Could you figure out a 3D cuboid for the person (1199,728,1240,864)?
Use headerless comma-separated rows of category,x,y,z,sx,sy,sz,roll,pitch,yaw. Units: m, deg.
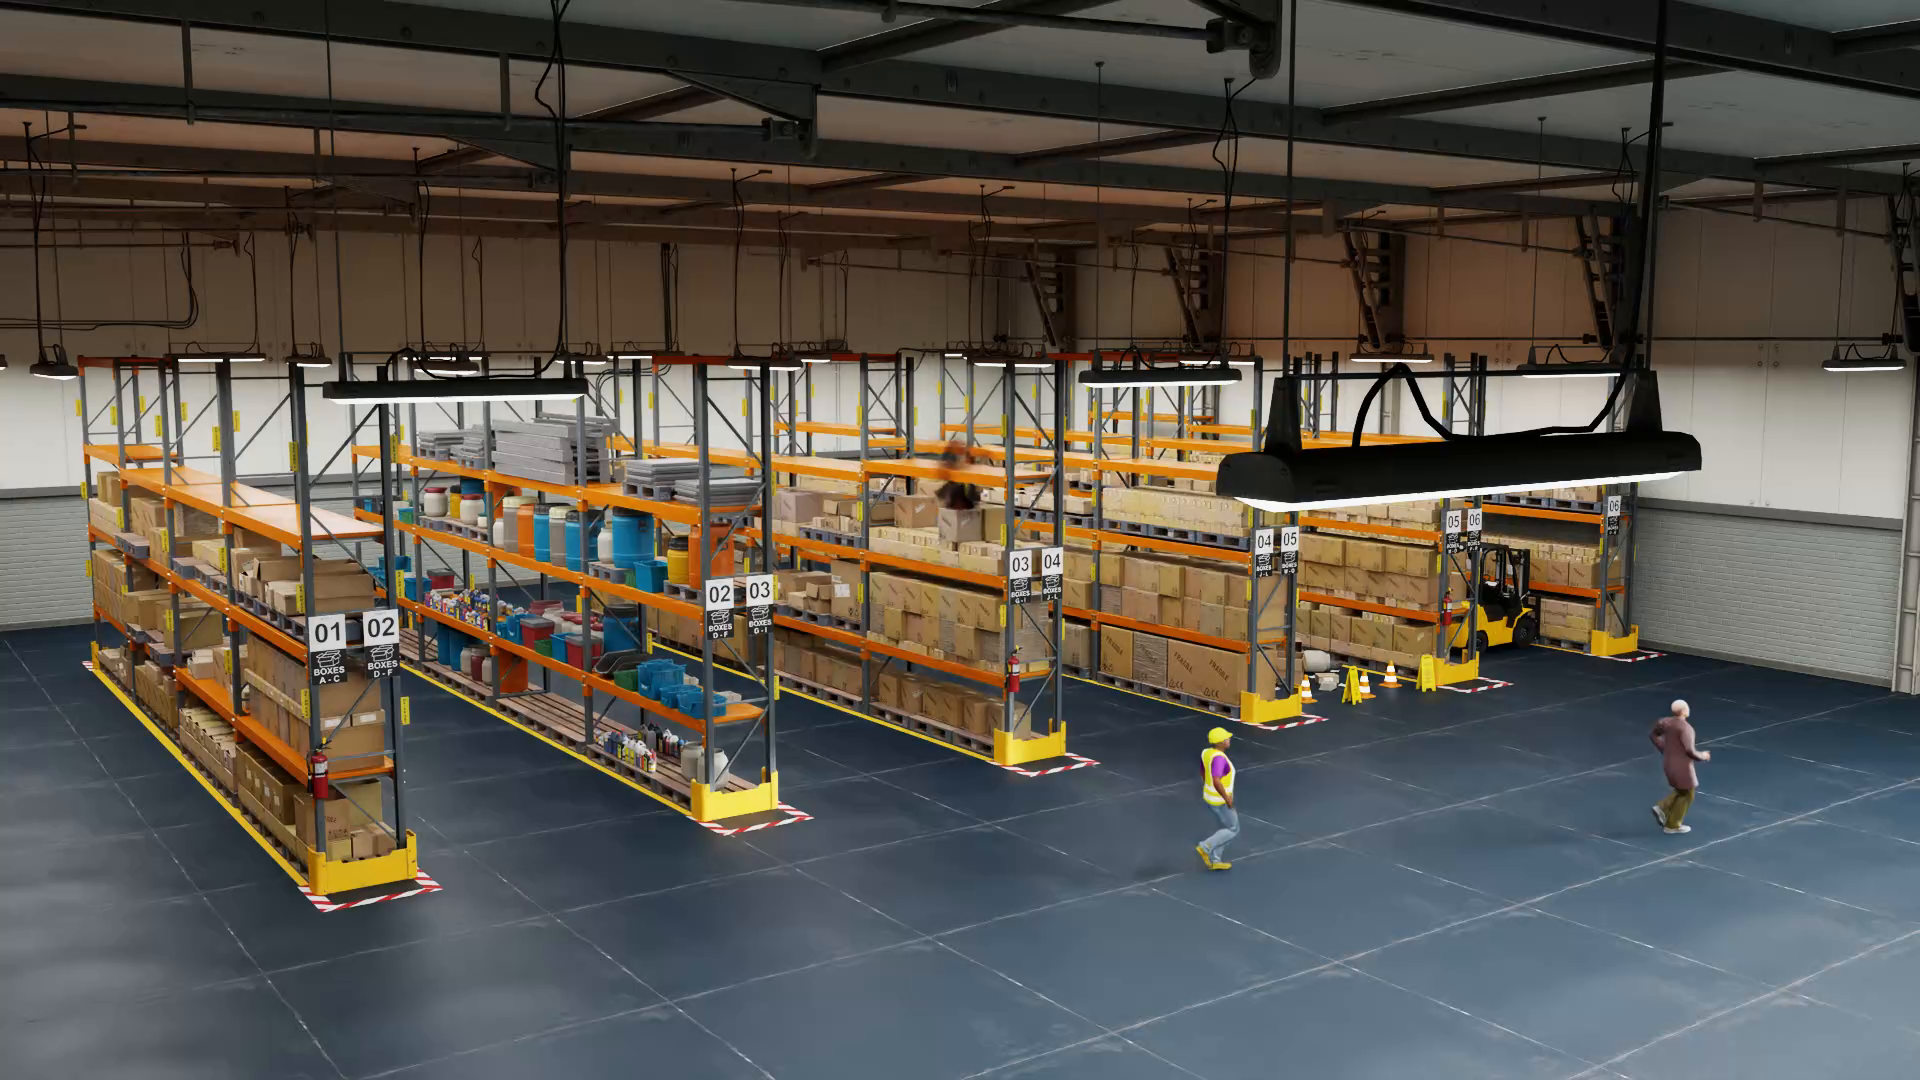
person,3.078,3.053,19.784,0.500,1.661,0.693,-1,7,-9

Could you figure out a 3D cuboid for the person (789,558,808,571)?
person,-4.026,0.401,42.133,0.675,1.554,0.635,0,7,-1

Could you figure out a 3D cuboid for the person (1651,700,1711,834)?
person,9.212,2.896,21.279,0.638,1.734,0.691,-1,7,-11
